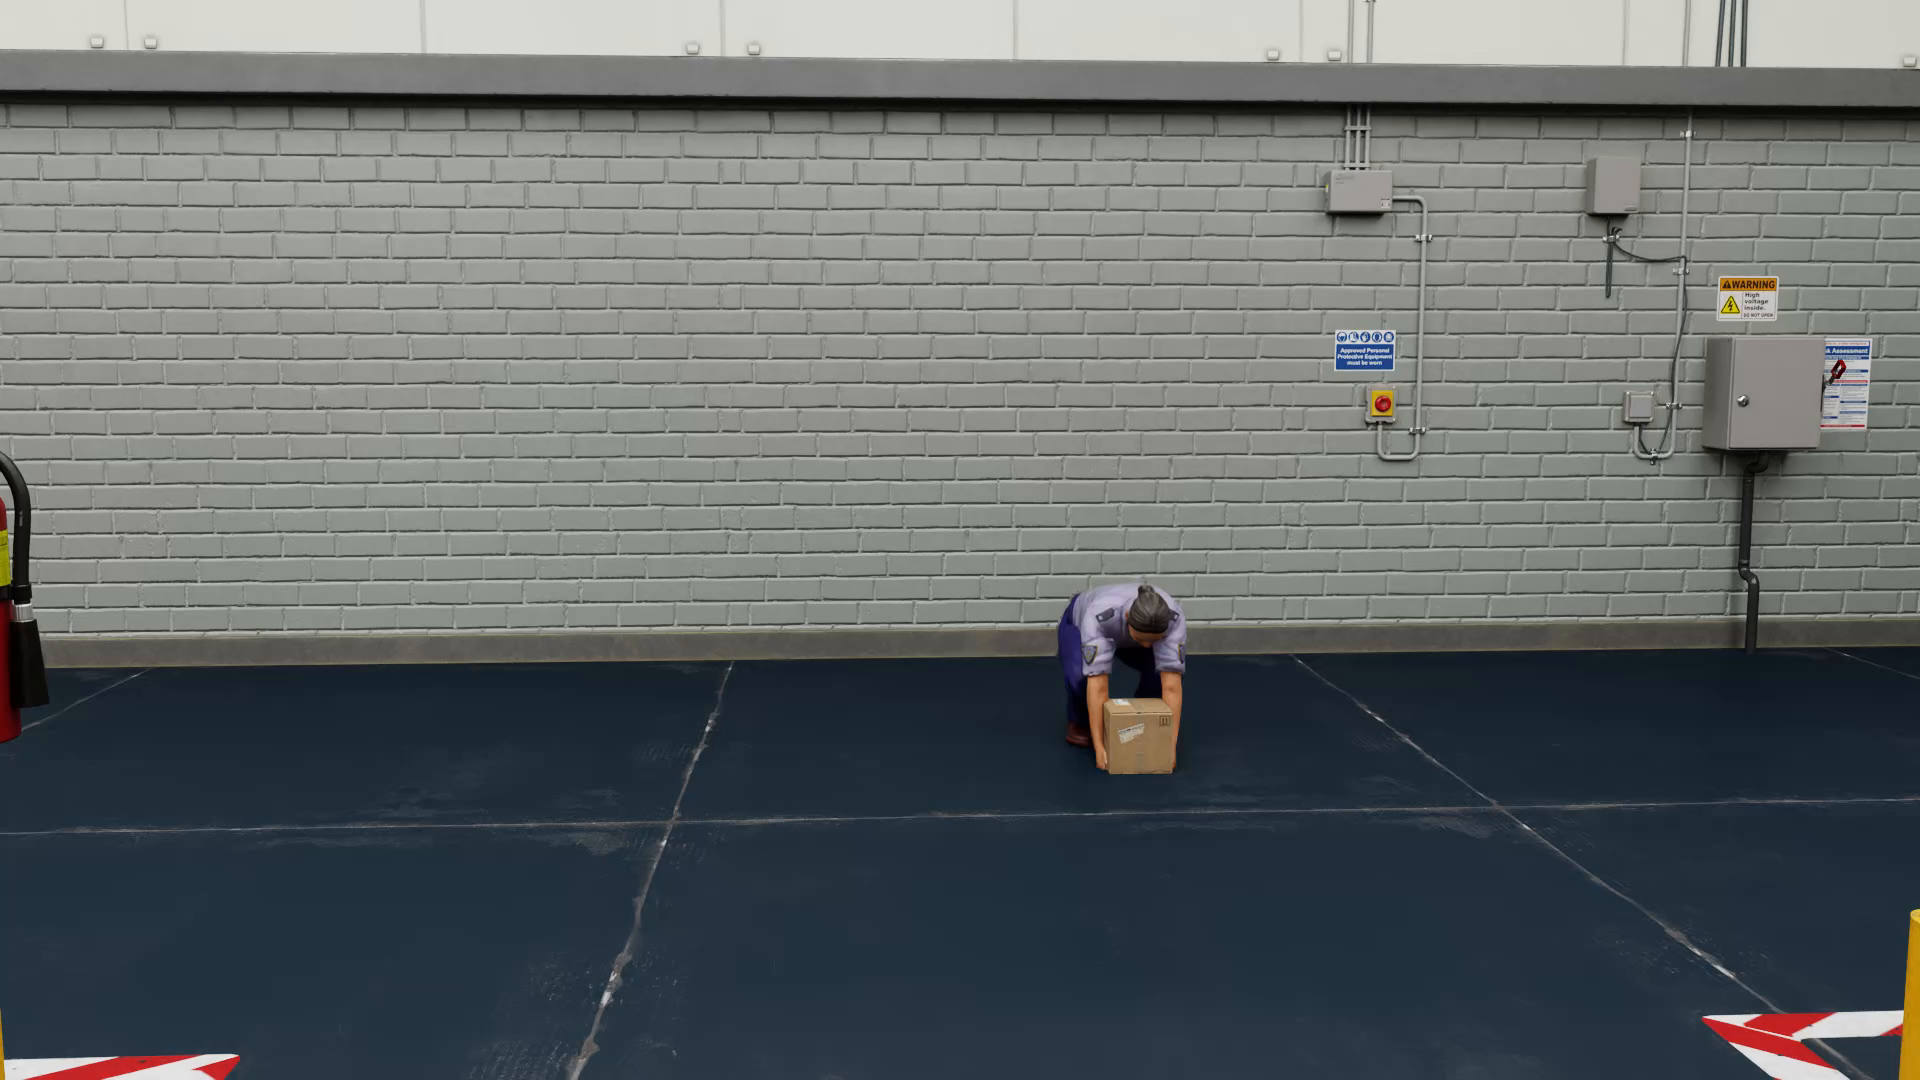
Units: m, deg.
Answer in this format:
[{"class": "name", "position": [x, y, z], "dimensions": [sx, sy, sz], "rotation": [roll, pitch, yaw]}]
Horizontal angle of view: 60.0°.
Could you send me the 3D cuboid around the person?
[{"class": "person", "position": [0.669, 0.517, 6.924], "dimensions": [0.495, 0.749, 0.883], "rotation": [-1, 7, -5]}]
